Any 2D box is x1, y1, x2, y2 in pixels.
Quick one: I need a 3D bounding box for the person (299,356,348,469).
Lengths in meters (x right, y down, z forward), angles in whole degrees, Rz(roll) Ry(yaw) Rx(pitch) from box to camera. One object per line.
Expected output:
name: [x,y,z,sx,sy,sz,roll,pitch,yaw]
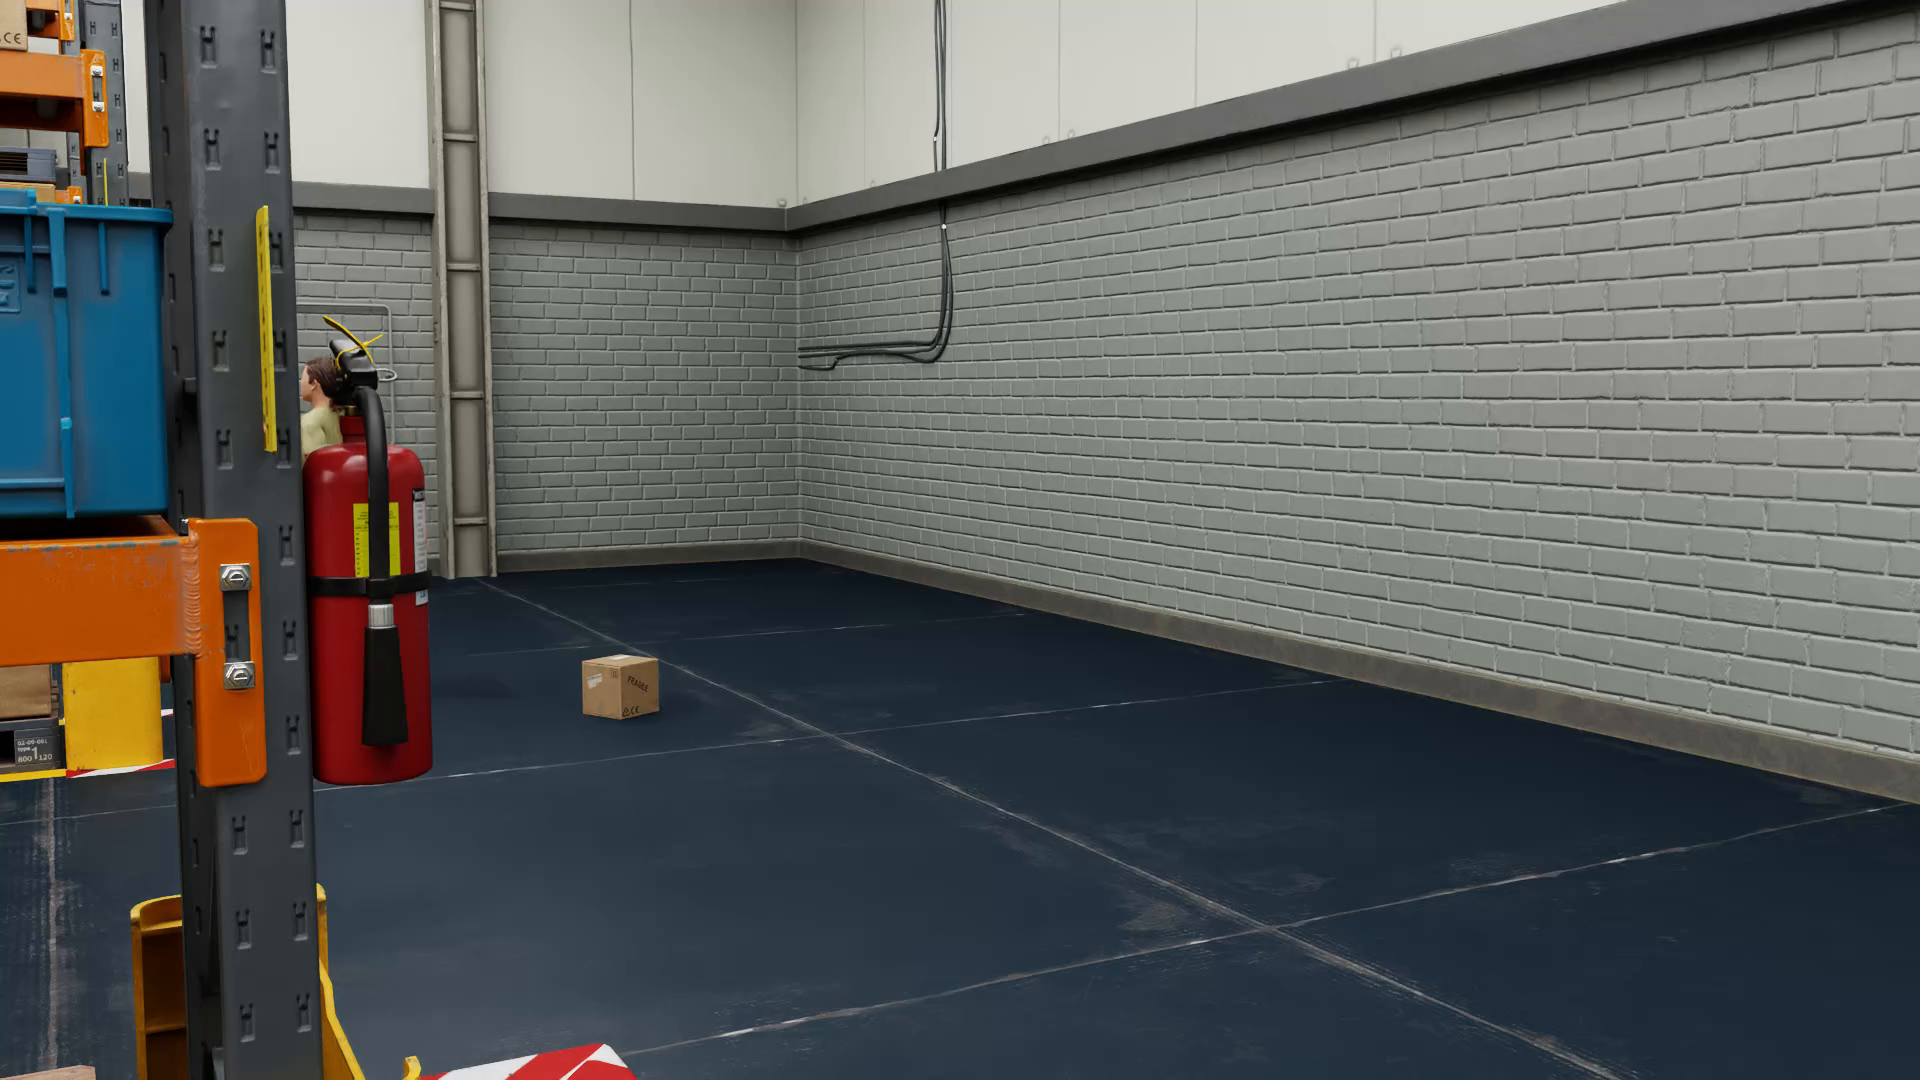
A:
person: [-3.363,-0.086,8.601,0.654,1.717,0.446,2,5,18]
